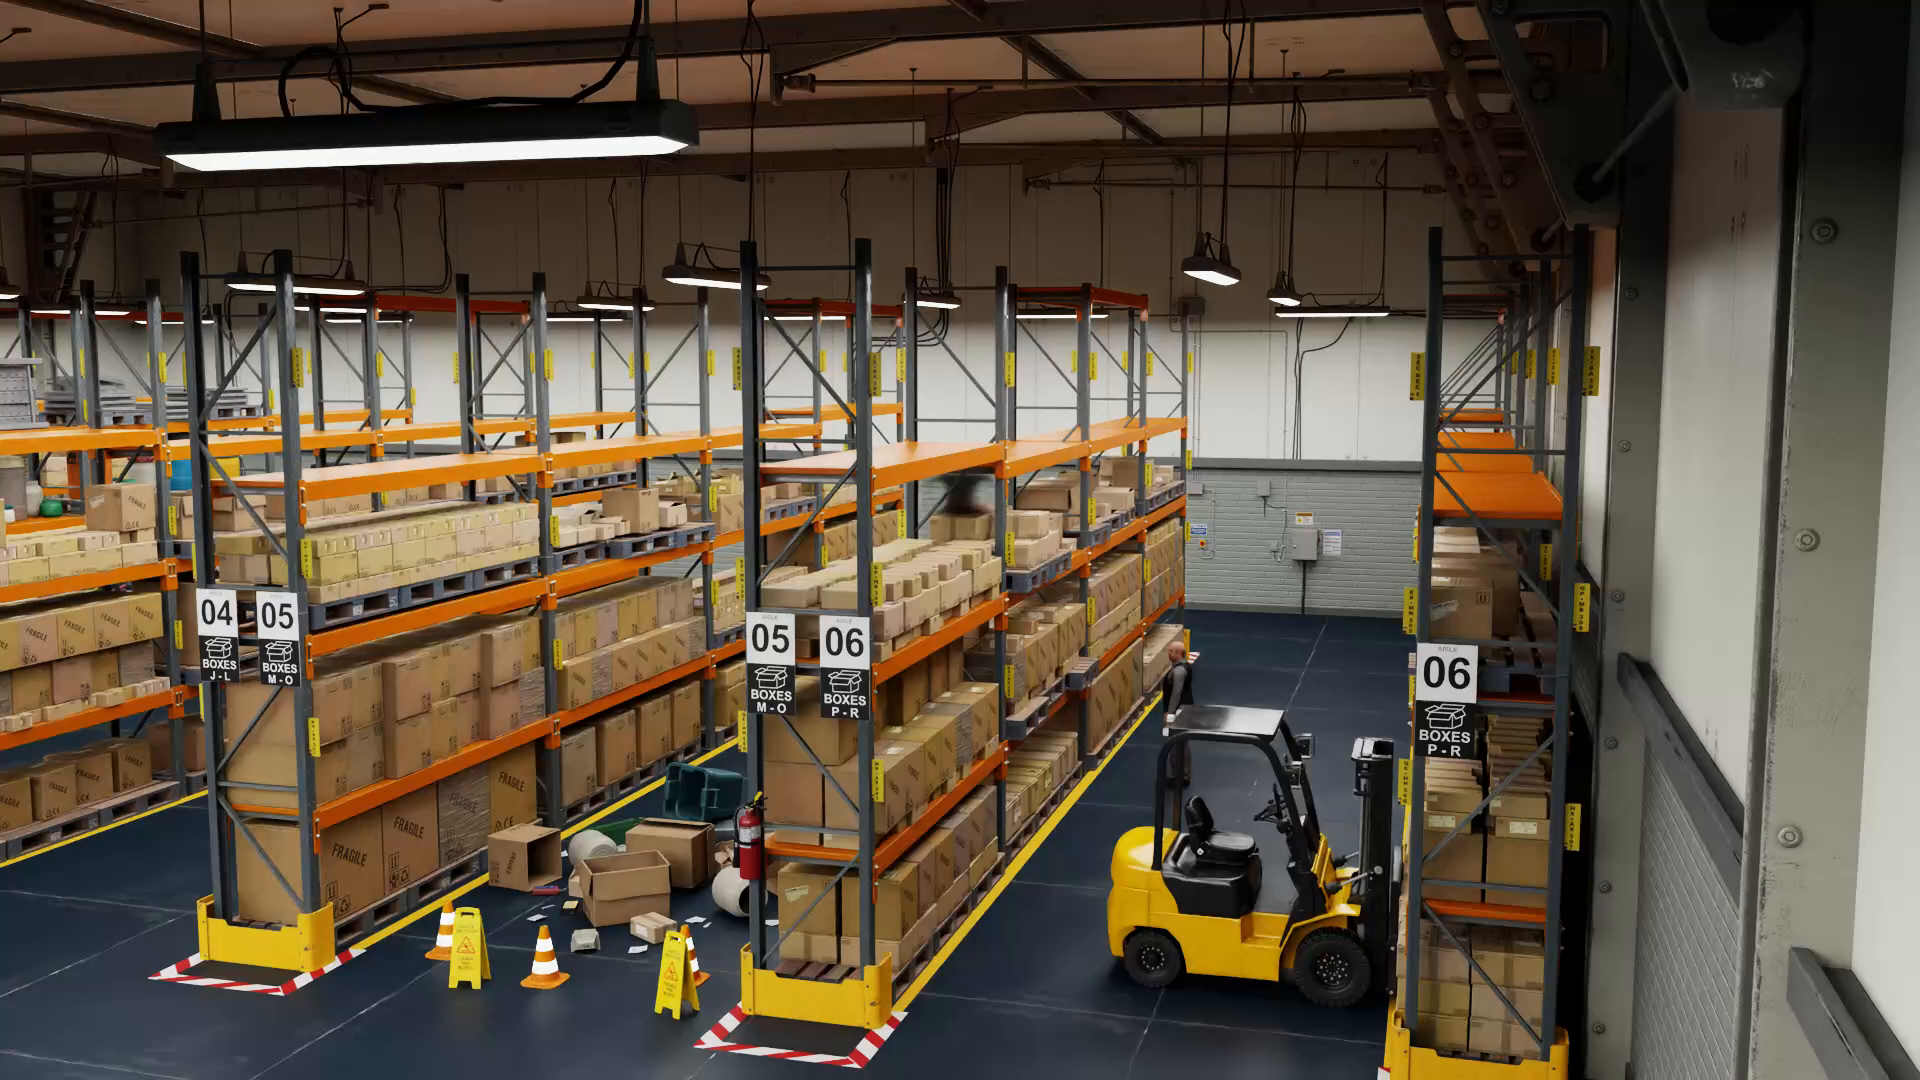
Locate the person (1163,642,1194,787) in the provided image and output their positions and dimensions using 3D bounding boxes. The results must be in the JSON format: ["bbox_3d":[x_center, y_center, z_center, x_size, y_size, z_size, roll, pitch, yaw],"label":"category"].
[{"bbox_3d":[2.609,2.075,19.932,0.388,1.726,0.552,2,7,20],"label":"person"}]
